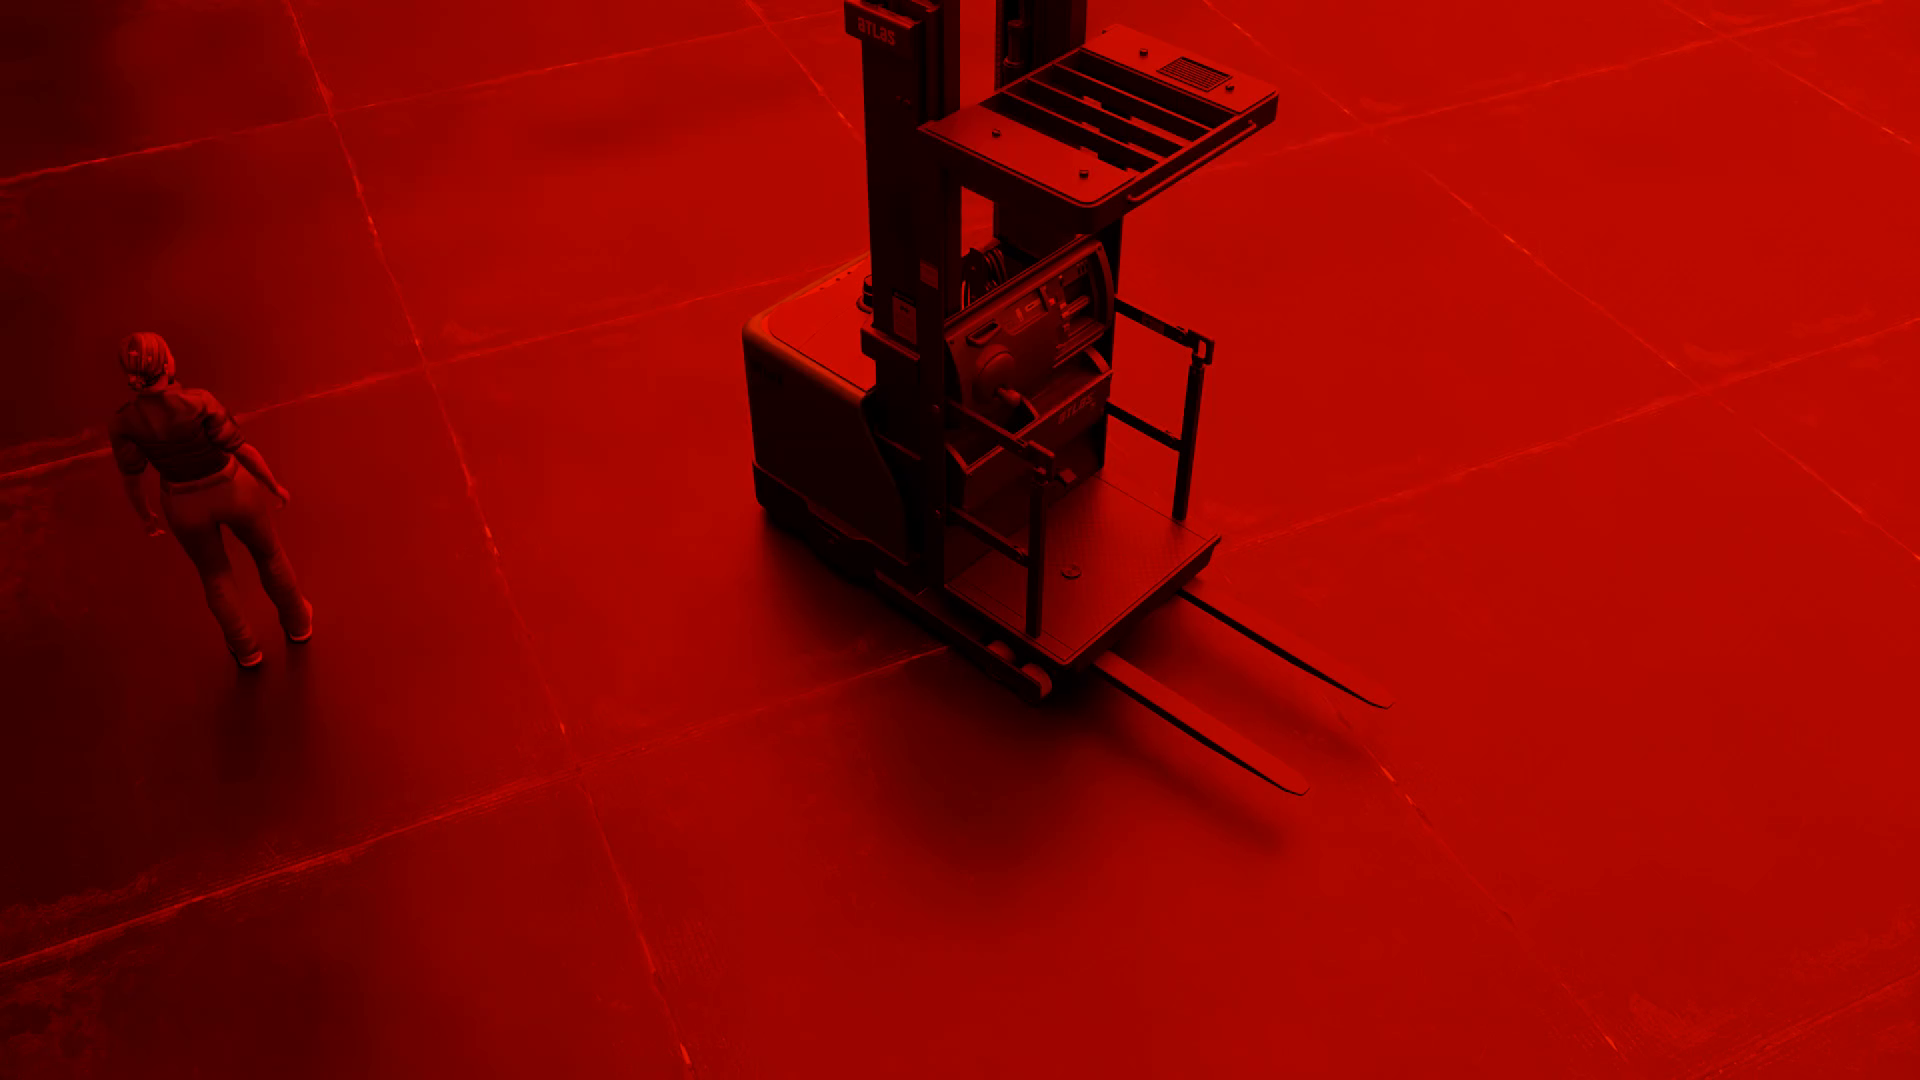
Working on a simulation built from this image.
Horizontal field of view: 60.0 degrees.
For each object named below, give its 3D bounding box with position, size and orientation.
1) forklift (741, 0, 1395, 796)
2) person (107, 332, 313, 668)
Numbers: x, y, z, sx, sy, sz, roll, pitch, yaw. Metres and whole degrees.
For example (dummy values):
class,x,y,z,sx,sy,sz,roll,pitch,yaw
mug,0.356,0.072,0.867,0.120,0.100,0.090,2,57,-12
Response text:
class,x,y,z,sx,sy,sz,roll,pitch,yaw
forklift,0.445,-0.788,6.525,3.031,2.935,1.130,32,52,30
person,-3.060,-0.182,6.812,0.569,1.659,0.374,-15,45,-16
